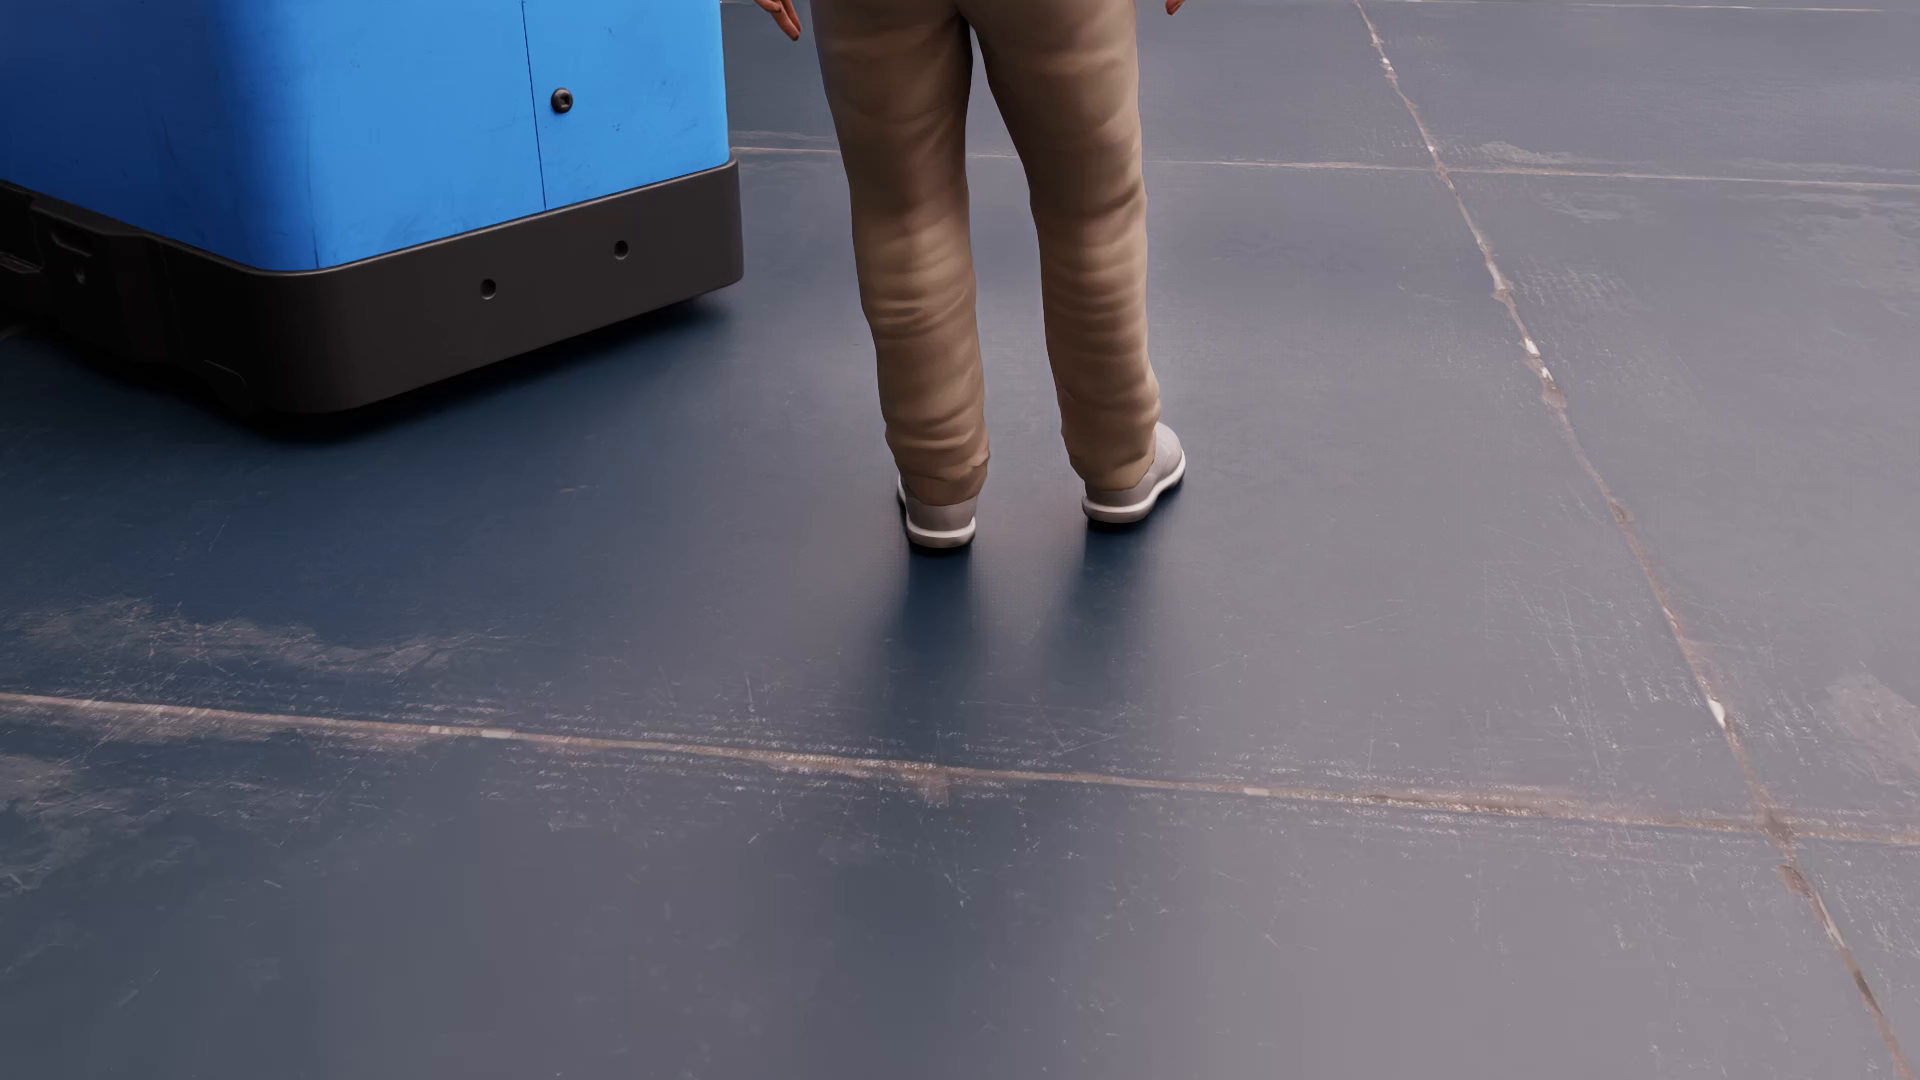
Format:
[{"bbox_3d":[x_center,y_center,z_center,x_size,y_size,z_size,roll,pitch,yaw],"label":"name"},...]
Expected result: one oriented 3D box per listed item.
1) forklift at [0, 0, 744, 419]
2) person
[{"bbox_3d":[-1.908,-2.043,3.313,3.031,2.935,1.130,20,33,34],"label":"forklift"},{"bbox_3d":[0.023,-0.820,2.189,0.641,1.728,0.550,3,27,7],"label":"person"}]
